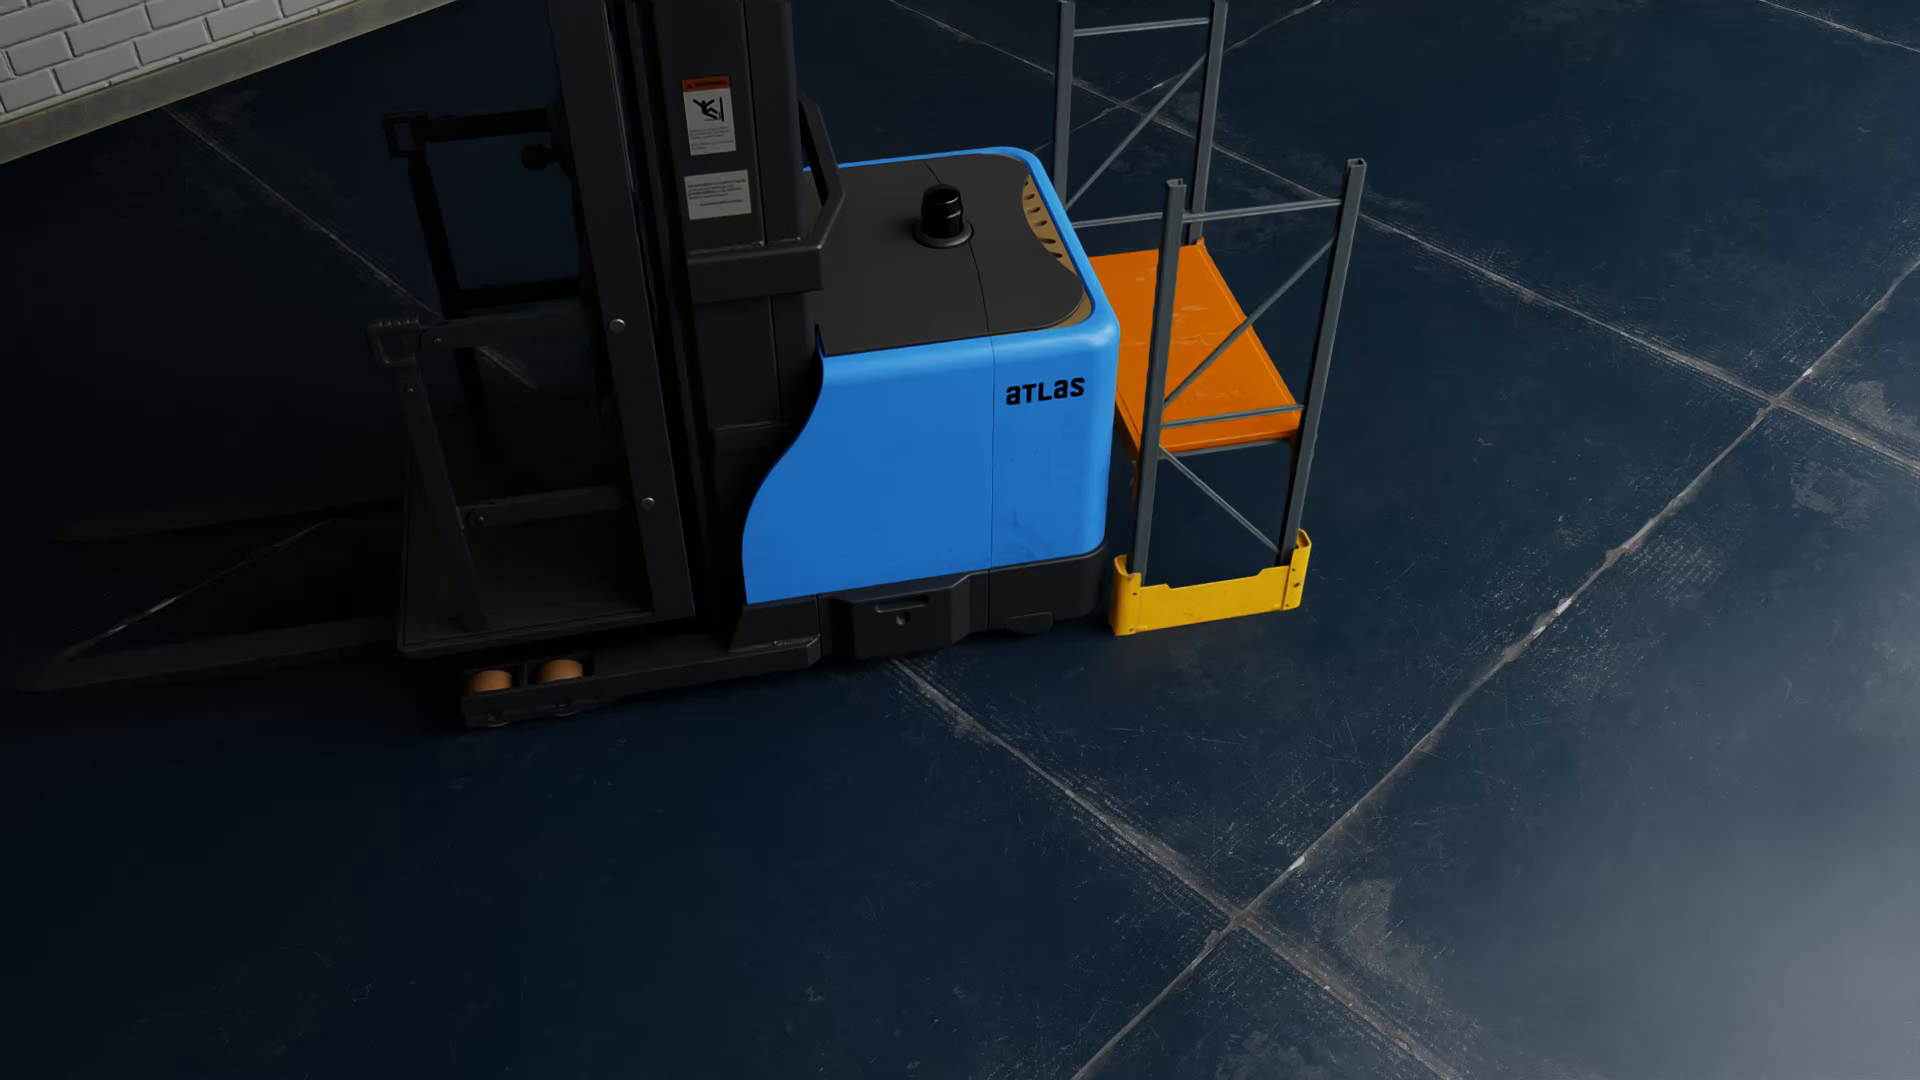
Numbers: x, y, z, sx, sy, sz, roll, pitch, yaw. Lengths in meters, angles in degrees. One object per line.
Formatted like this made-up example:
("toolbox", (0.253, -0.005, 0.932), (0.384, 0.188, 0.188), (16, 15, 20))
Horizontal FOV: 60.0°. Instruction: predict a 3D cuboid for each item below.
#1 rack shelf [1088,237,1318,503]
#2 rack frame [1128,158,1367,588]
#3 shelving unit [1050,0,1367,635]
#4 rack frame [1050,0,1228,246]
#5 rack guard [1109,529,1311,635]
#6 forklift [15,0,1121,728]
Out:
("rack shelf", (0.631, -0.538, 4.992), (0.538, 0.185, 1.000), (-8, 43, -9))
("rack frame", (0.738, -0.333, 4.505), (0.500, 1.500, 0.032), (-8, 43, -9))
("shelving unit", (0.633, -0.664, 4.863), (0.587, 1.500, 1.083), (-8, 43, -9))
("rack frame", (0.525, -1.007, 5.235), (0.500, 1.500, 0.032), (-8, 43, -9))
("rack guard", (0.738, 0.125, 4.930), (0.587, 0.250, 0.087), (-8, 43, -9))
("forklift", (-1.140, -0.944, 4.112), (3.031, 2.935, 1.130), (-8, 43, -9))
